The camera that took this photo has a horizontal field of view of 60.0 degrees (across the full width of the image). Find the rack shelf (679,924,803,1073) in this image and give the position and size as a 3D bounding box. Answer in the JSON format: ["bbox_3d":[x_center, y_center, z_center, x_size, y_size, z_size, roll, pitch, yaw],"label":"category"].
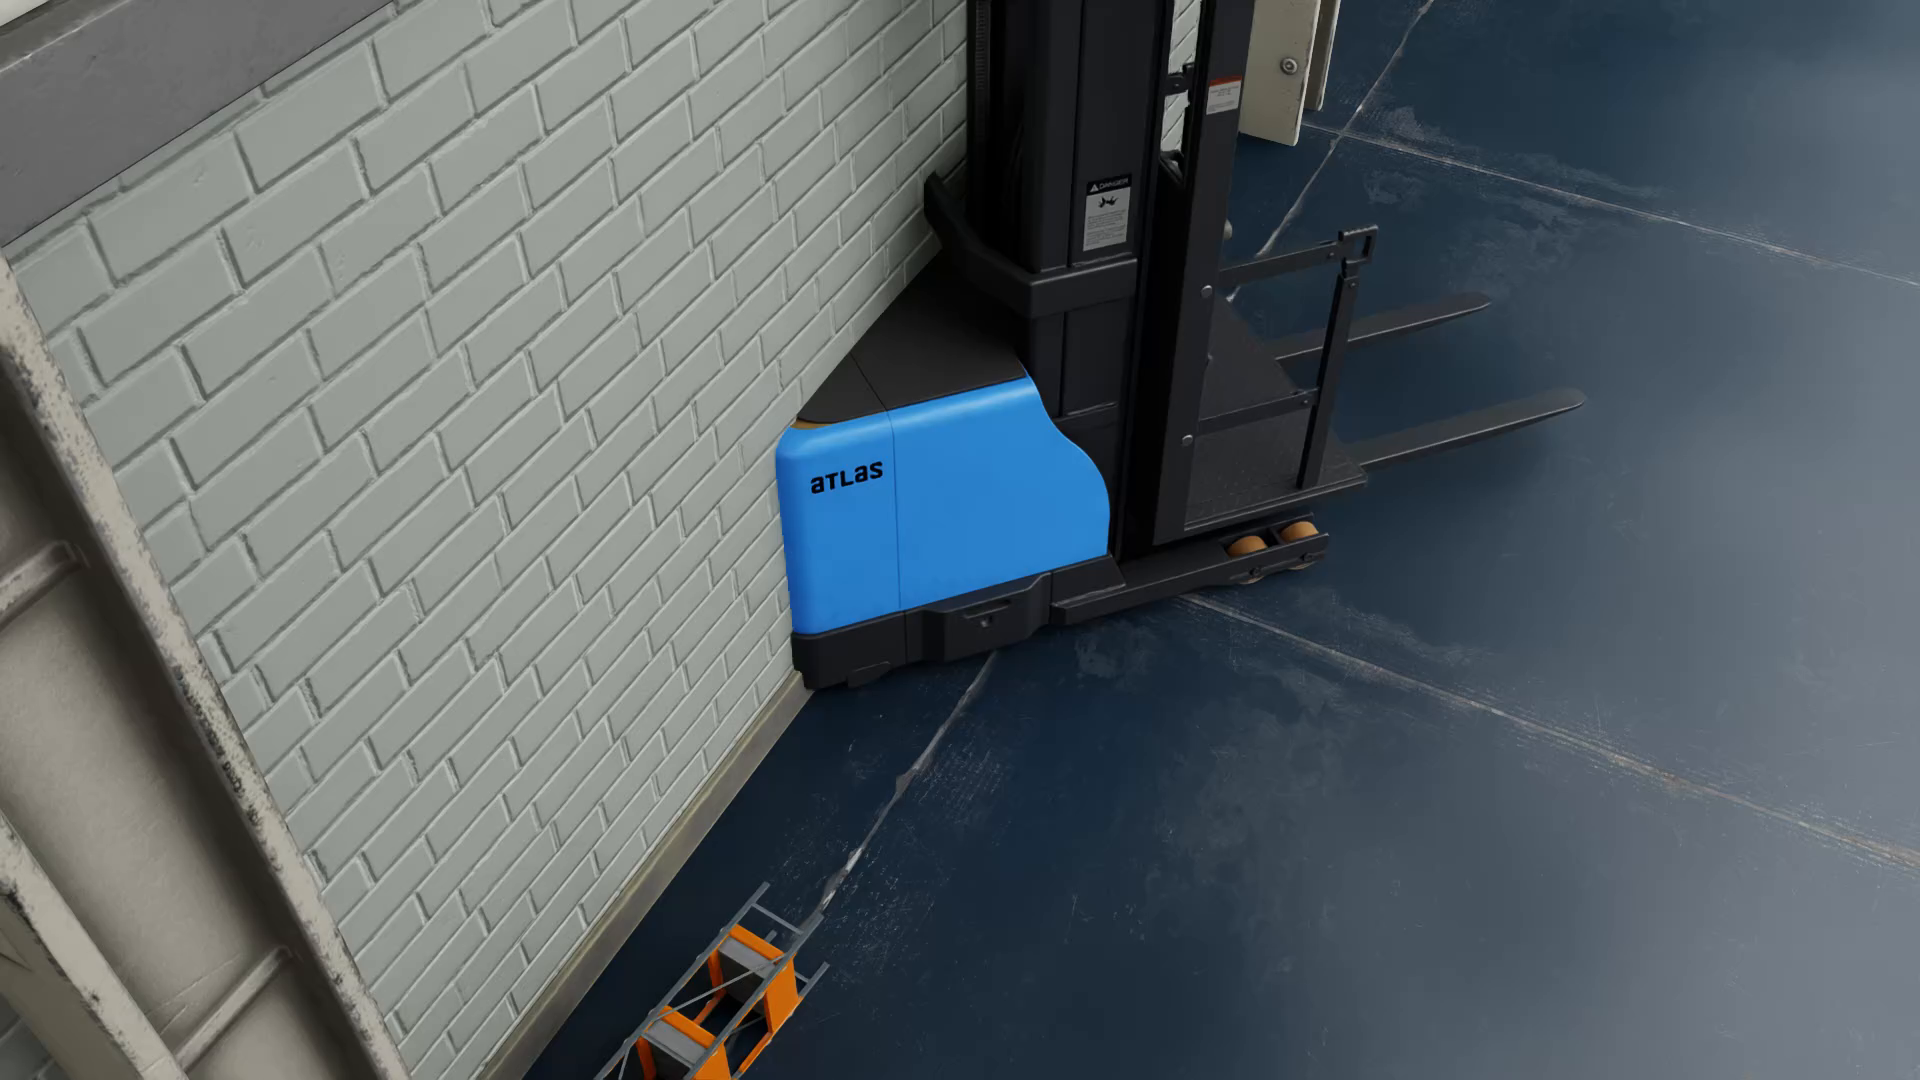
[{"bbox_3d":[-0.581,1.196,4.386,0.215,0.240,0.259,25,50,23],"label":"rack shelf"}]

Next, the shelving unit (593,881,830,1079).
[{"bbox_3d":[-0.732,1.358,4.226,0.215,0.252,1.050,25,50,23],"label":"shelving unit"}]

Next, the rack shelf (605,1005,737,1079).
[{"bbox_3d":[-0.737,1.365,4.220,0.215,0.240,0.259,25,50,23],"label":"rack shelf"}]

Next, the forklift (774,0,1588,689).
[{"bbox_3d":[0.709,-1.219,4.895,3.031,2.935,1.130,-15,47,-14],"label":"forklift"}]

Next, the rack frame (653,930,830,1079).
[{"bbox_3d":[-0.732,1.444,4.313,0.200,0.008,1.050,25,50,23],"label":"rack frame"}]

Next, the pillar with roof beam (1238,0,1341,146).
[{"bbox_3d":[5.275,-3.694,3.074,9.100,9.000,0.400,20,49,19],"label":"pillar with roof beam"}]

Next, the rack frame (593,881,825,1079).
[{"bbox_3d":[-0.732,1.273,4.139,0.200,0.008,1.050,25,50,23],"label":"rack frame"}]
